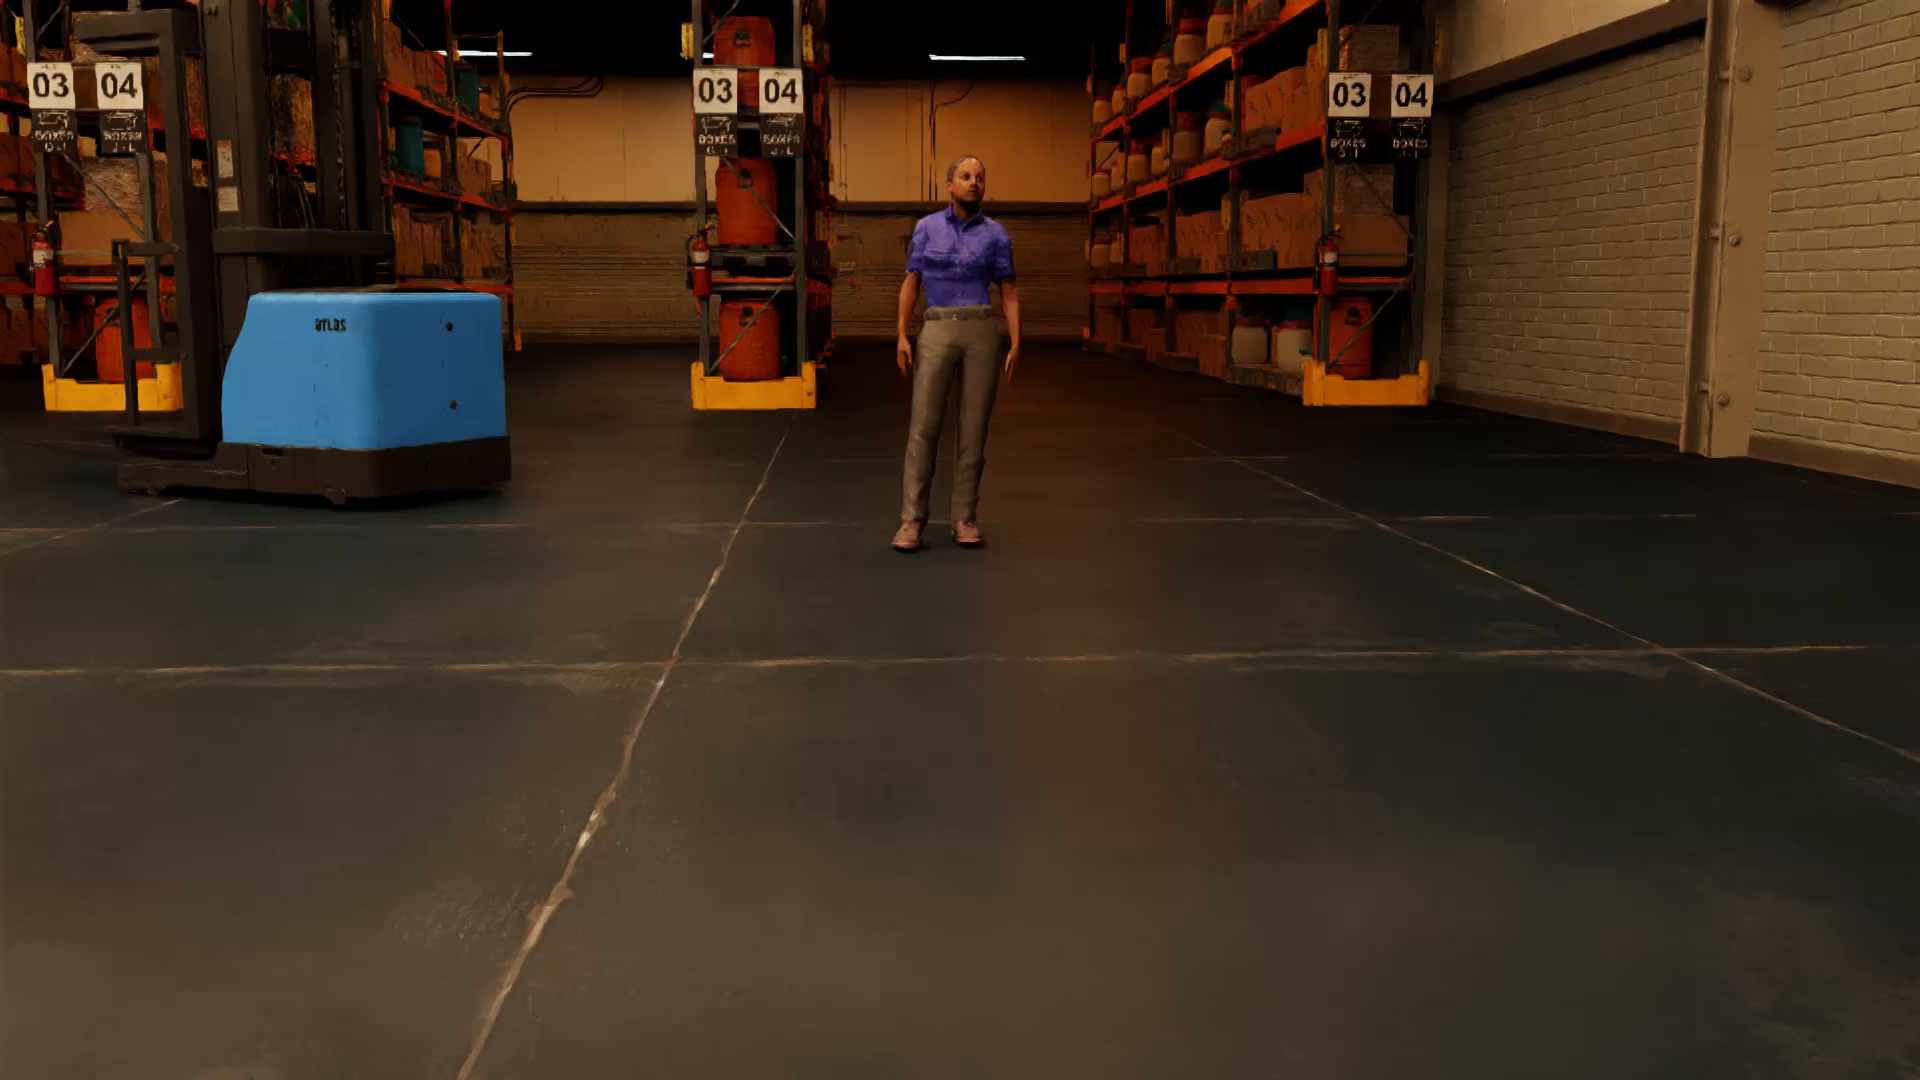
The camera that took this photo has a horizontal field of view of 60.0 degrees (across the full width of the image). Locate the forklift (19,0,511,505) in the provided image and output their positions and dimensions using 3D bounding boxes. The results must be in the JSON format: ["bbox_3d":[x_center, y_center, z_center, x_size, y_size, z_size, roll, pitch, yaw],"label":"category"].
[{"bbox_3d":[-3.994,-1.751,9.124,3.031,2.935,1.130,4,9,27],"label":"forklift"}]

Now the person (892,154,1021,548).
[{"bbox_3d":[-0.014,-0.812,7.100,0.570,1.654,0.503,-1,8,-4],"label":"person"}]
